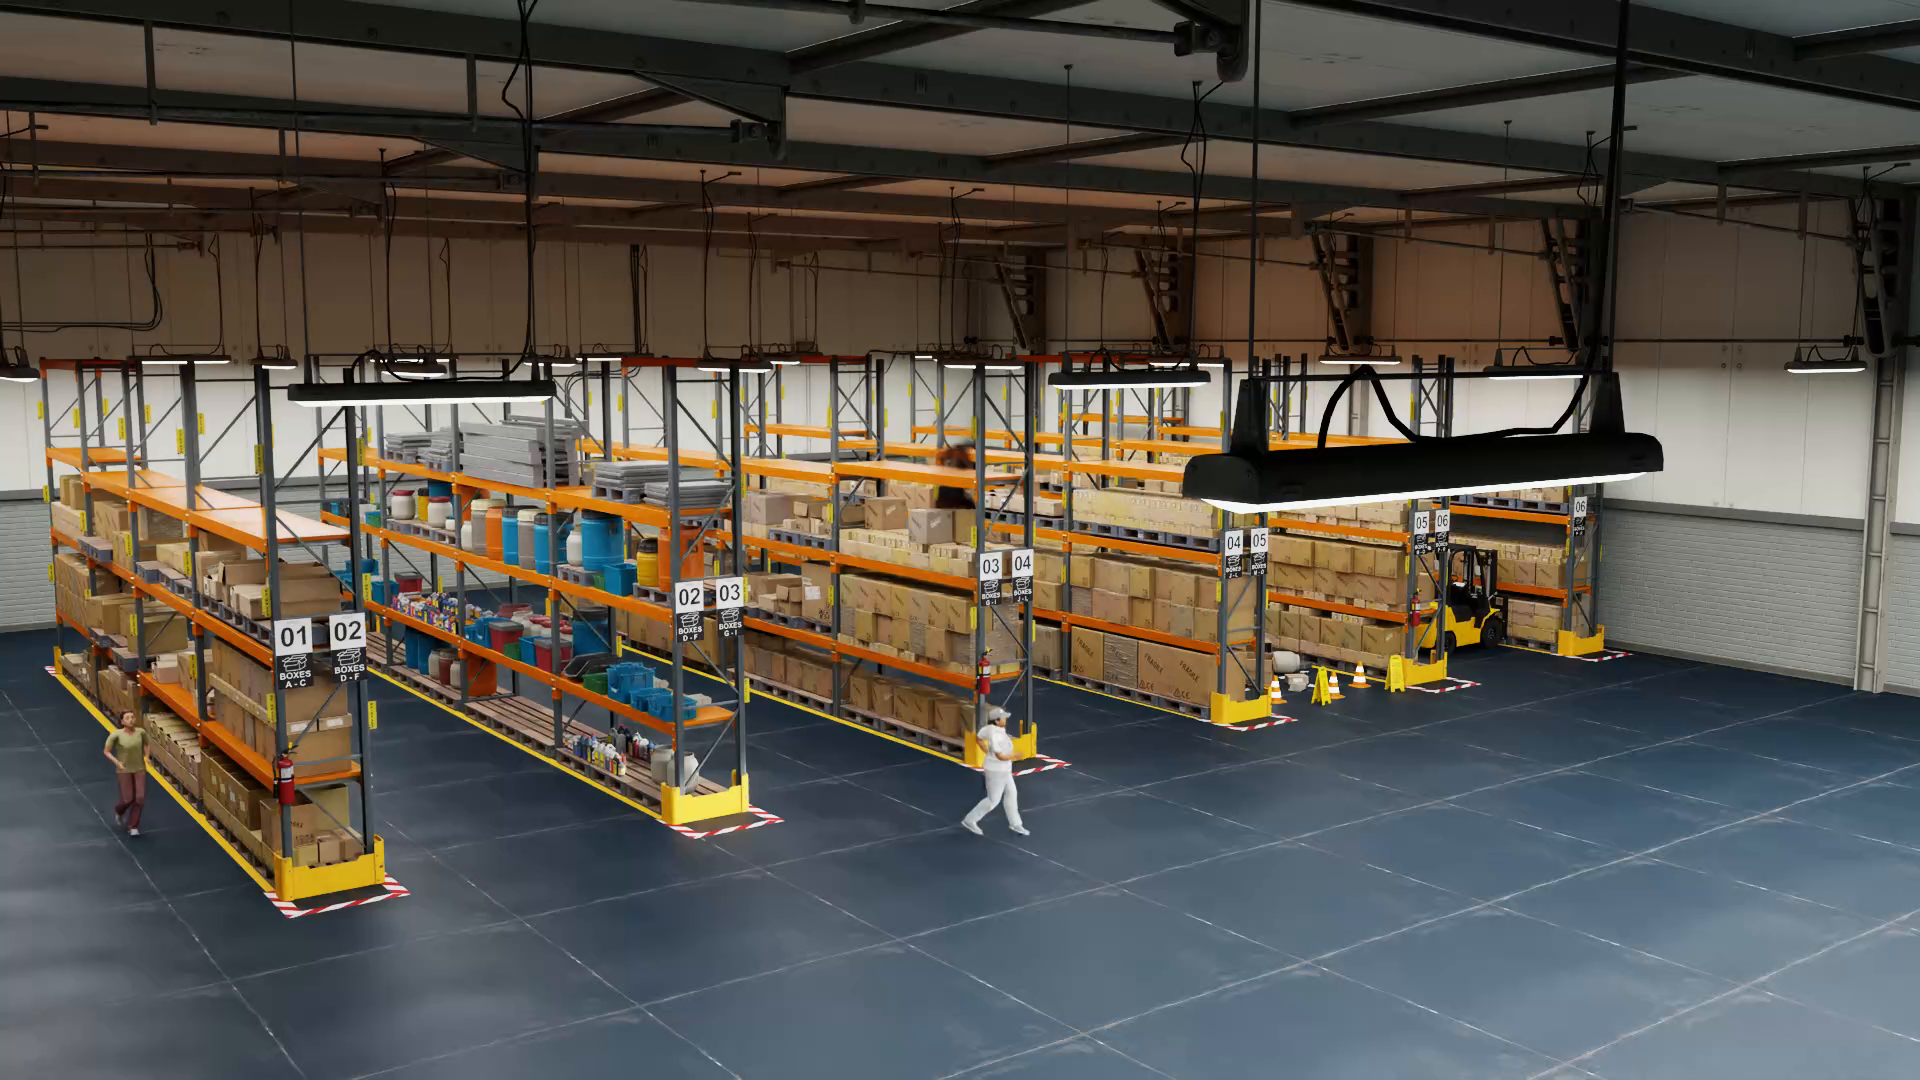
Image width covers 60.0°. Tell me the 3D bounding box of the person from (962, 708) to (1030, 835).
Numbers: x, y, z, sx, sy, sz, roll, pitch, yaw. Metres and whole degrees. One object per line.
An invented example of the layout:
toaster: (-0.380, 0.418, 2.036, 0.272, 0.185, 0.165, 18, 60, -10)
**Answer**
person: (0.462, 2.972, 21.193, 0.898, 1.698, 0.614, -1, 7, -4)

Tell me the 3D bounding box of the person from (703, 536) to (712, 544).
person: (-6.035, 0.734, 39.331, 0.721, 1.744, 0.958, -1, 7, -8)

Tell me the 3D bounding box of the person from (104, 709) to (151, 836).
person: (-10.672, 2.963, 21.377, 0.566, 1.624, 0.546, -7, 10, -44)
